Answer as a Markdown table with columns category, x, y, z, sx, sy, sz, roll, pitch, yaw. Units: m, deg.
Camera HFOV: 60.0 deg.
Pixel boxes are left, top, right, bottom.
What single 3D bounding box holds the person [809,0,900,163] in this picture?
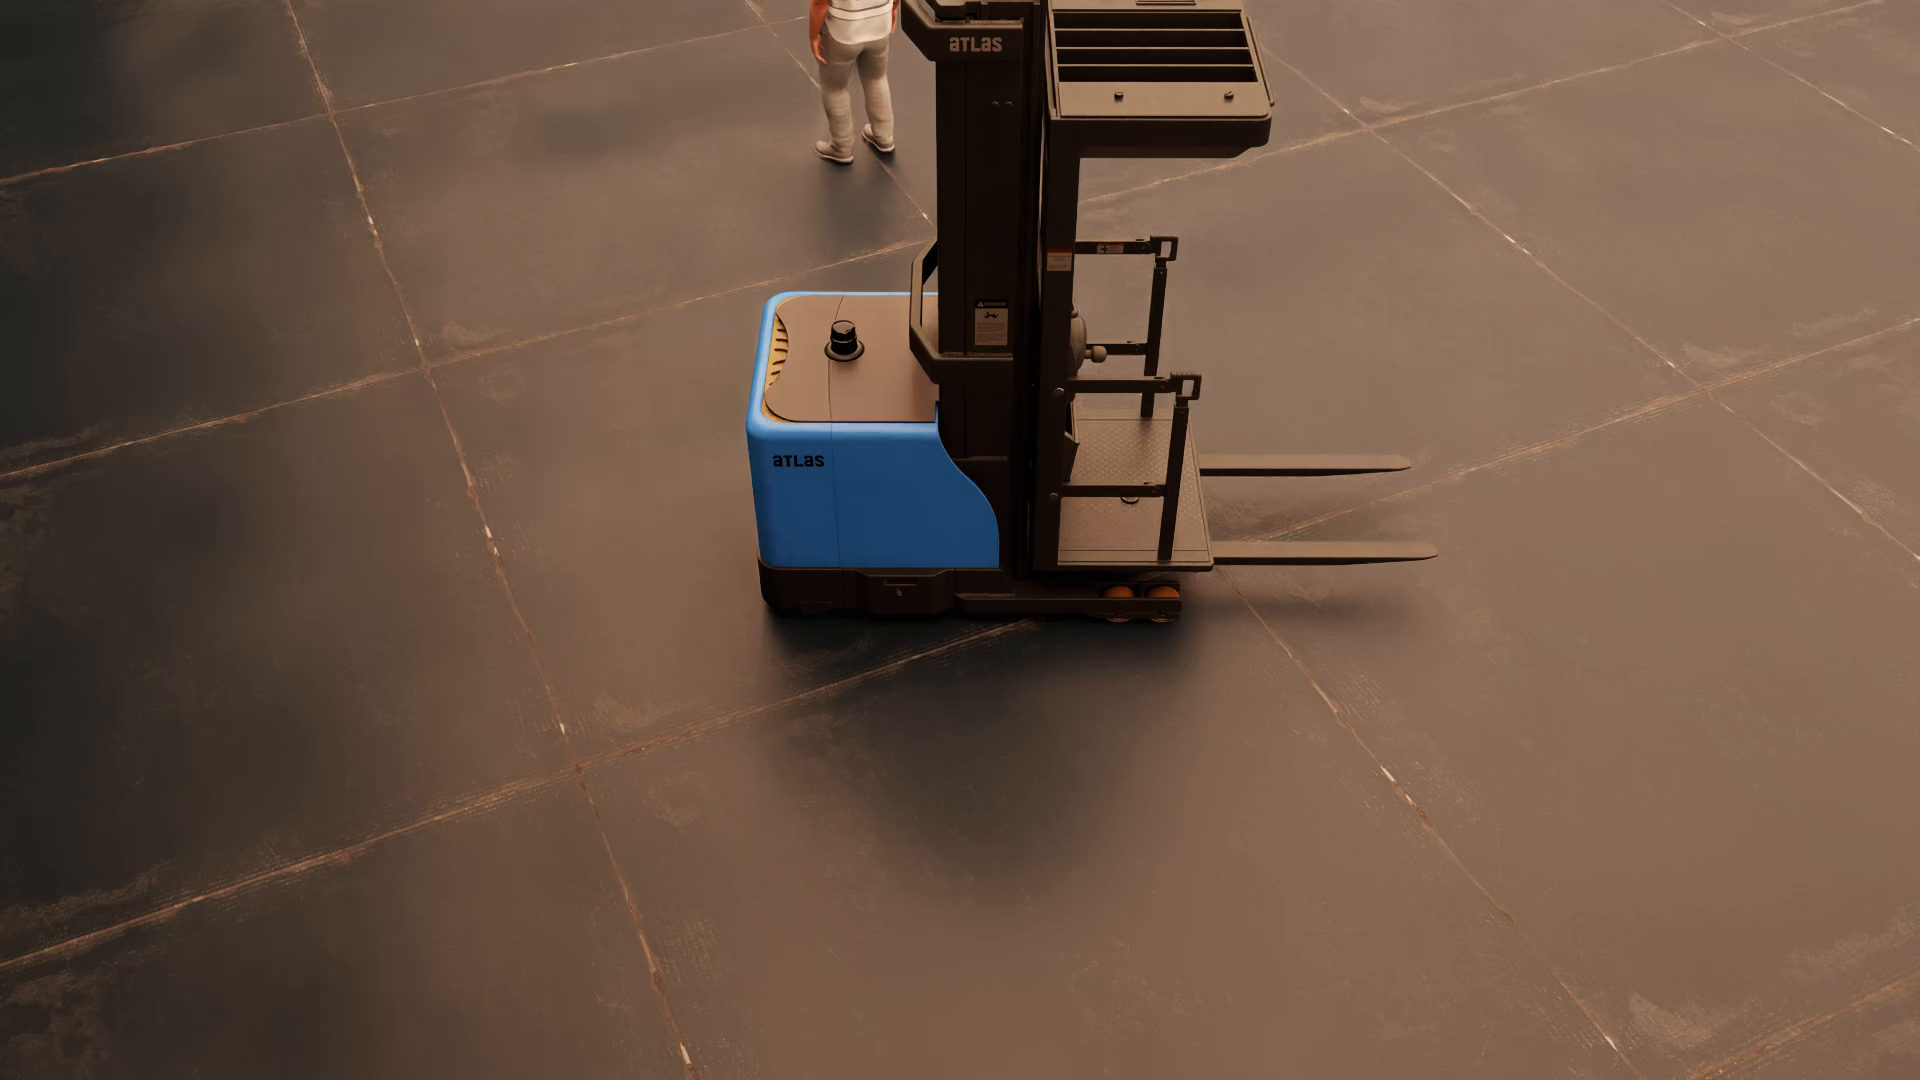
| category | x | y | z | sx | sy | sz | roll | pitch | yaw |
| --- | --- | --- | --- | --- | --- | --- | --- | --- | --- |
| person | -0.642 | -3.047 | 9.802 | 0.624 | 1.796 | 0.493 | -22 | 47 | -22 |

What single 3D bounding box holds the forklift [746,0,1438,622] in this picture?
| category | x | y | z | sx | sy | sz | roll | pitch | yaw |
| --- | --- | --- | --- | --- | --- | --- | --- | --- | --- |
| forklift | 0.624 | -1.070 | 6.827 | 3.031 | 2.935 | 1.130 | 0 | 43 | 0 |
